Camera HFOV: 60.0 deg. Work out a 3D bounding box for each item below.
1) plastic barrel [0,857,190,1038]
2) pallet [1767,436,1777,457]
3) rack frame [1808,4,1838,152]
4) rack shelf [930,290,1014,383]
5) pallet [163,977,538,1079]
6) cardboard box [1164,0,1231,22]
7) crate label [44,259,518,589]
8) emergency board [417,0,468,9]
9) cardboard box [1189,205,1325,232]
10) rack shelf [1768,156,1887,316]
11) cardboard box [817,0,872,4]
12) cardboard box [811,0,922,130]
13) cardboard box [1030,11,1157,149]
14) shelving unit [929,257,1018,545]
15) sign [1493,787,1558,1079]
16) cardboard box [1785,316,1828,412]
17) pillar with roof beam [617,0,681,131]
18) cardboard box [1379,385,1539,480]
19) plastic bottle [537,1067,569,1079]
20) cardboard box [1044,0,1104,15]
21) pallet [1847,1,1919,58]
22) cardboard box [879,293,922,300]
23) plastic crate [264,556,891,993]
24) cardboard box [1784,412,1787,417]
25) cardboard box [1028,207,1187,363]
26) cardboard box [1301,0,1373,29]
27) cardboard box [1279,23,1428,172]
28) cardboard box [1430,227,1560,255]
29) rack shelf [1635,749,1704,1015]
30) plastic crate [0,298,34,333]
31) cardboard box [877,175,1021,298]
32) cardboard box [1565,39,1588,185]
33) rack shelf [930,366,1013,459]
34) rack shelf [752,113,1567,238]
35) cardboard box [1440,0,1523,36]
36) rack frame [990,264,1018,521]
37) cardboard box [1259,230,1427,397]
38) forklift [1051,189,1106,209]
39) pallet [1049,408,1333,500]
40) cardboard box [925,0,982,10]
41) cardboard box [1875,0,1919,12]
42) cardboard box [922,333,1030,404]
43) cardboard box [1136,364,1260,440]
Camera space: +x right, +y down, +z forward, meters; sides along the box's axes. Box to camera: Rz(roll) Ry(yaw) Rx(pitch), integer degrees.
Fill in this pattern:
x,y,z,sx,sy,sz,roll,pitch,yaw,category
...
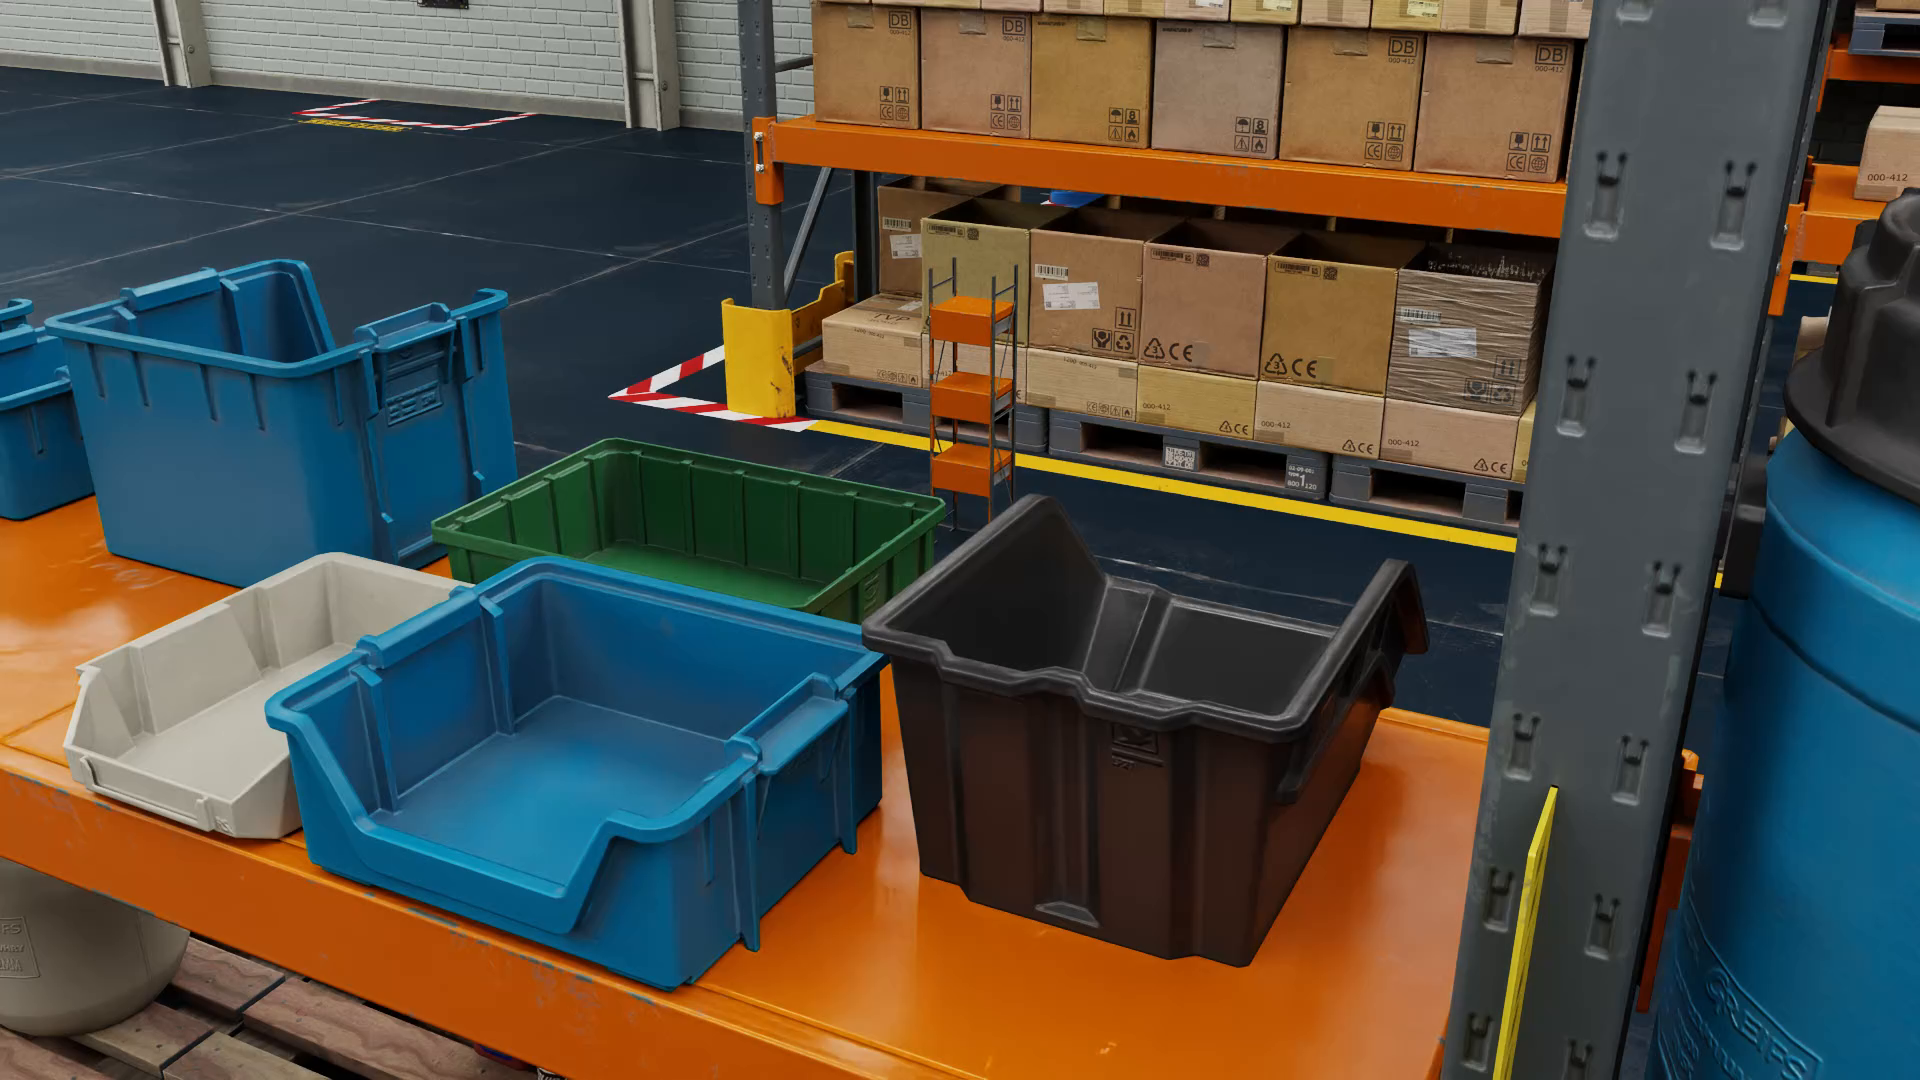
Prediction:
x,y,z,sx,sy,sz,roll,pitch,yaw,category
-1.827,0.708,3.394,0.421,0.512,0.421,0,23,0,plastic barrel
3.586,-0.045,6.085,1.213,0.211,1.003,11,25,25,pallet
5.143,-3.175,9.883,0.127,3.000,1.000,11,25,25,rack frame
0.048,-0.725,5.915,0.240,0.259,0.215,11,25,25,rack shelf
-1.000,1.220,3.111,1.213,0.211,1.003,11,25,25,pallet
0.966,-2.079,6.349,0.250,0.149,0.380,11,26,25,cardboard box
-1.132,-0.207,2.859,0.616,0.435,0.502,11,25,25,crate label
-4.954,-5.577,15.531,0.626,1.169,0.157,11,25,25,emergency board
1.299,-1.173,7.193,0.500,0.500,0.500,11,25,25,cardboard box
4.696,-0.760,5.124,4.000,0.370,1.077,11,25,25,rack shelf
-0.405,-2.351,6.988,0.250,0.149,0.380,11,25,24,cardboard box
-0.247,-2.110,7.250,0.500,0.500,0.700,11,25,25,cardboard box
0.664,-1.929,6.825,0.500,0.500,0.700,11,26,25,cardboard box
0.048,-0.474,6.022,0.252,1.050,0.215,11,25,25,shelving unit
0.415,0.348,1.246,0.005,0.325,0.100,11,25,25,sign
3.402,-0.659,6.227,0.500,0.311,0.500,11,25,25,cardboard box
-4.709,-6.377,9.746,0.400,9.000,9.100,11,25,25,pillar with roof beam
1.957,-0.470,6.498,0.500,0.250,0.500,11,25,25,cardboard box
-0.763,0.961,3.172,0.097,0.201,0.097,0,23,0,plastic bottle
0.517,-2.169,6.561,0.250,0.149,0.380,10,25,23,cardboard box
5.760,-2.901,9.484,1.213,0.211,1.003,11,25,25,pallet
-0.046,-1.087,7.950,0.500,0.250,0.500,11,25,25,cardboard box
-0.437,0.253,2.013,0.616,0.251,0.499,11,25,25,plastic crate
3.412,-0.400,6.335,0.500,0.250,0.500,11,25,24,cardboard box
0.619,-1.080,6.975,0.500,0.500,0.500,11,25,25,cardboard box
1.440,-1.987,6.132,0.250,0.149,0.380,12,26,26,cardboard box
1.593,-1.747,6.398,0.500,0.500,0.700,12,26,25,cardboard box
2.189,-0.994,6.773,0.500,0.500,0.500,11,25,25,cardboard box
2.458,0.969,1.057,4.000,0.370,1.077,11,25,25,rack shelf
-2.315,-0.369,3.475,0.616,0.251,0.499,11,25,25,plastic crate
-0.045,-1.433,7.805,0.500,0.500,0.500,11,25,25,cardboard box
2.513,-1.567,5.973,0.500,0.500,0.700,10,25,23,cardboard box
0.048,-0.464,6.026,0.240,0.259,0.215,11,25,25,rack shelf
1.127,-1.466,6.785,4.000,0.370,1.077,11,25,25,rack shelf
1.883,-1.898,5.923,0.250,0.149,0.380,11,25,24,cardboard box
0.157,-0.452,5.972,0.008,1.050,0.200,11,25,25,rack frame
1.510,-0.902,6.557,0.500,0.500,0.500,11,25,25,cardboard box
2.028,-2.485,8.347,3.031,2.935,1.130,5,24,12,forklift
1.128,-0.531,7.229,1.213,0.211,1.003,11,25,25,pallet
0.054,-2.260,6.776,0.250,0.149,0.380,11,26,25,cardboard box
5.582,-3.322,9.538,0.500,0.500,0.700,11,26,25,cardboard box
0.168,-0.819,7.320,0.500,0.250,0.500,11,25,25,cardboard box
1.058,-0.641,6.901,0.500,0.250,0.500,11,25,25,cardboard box
